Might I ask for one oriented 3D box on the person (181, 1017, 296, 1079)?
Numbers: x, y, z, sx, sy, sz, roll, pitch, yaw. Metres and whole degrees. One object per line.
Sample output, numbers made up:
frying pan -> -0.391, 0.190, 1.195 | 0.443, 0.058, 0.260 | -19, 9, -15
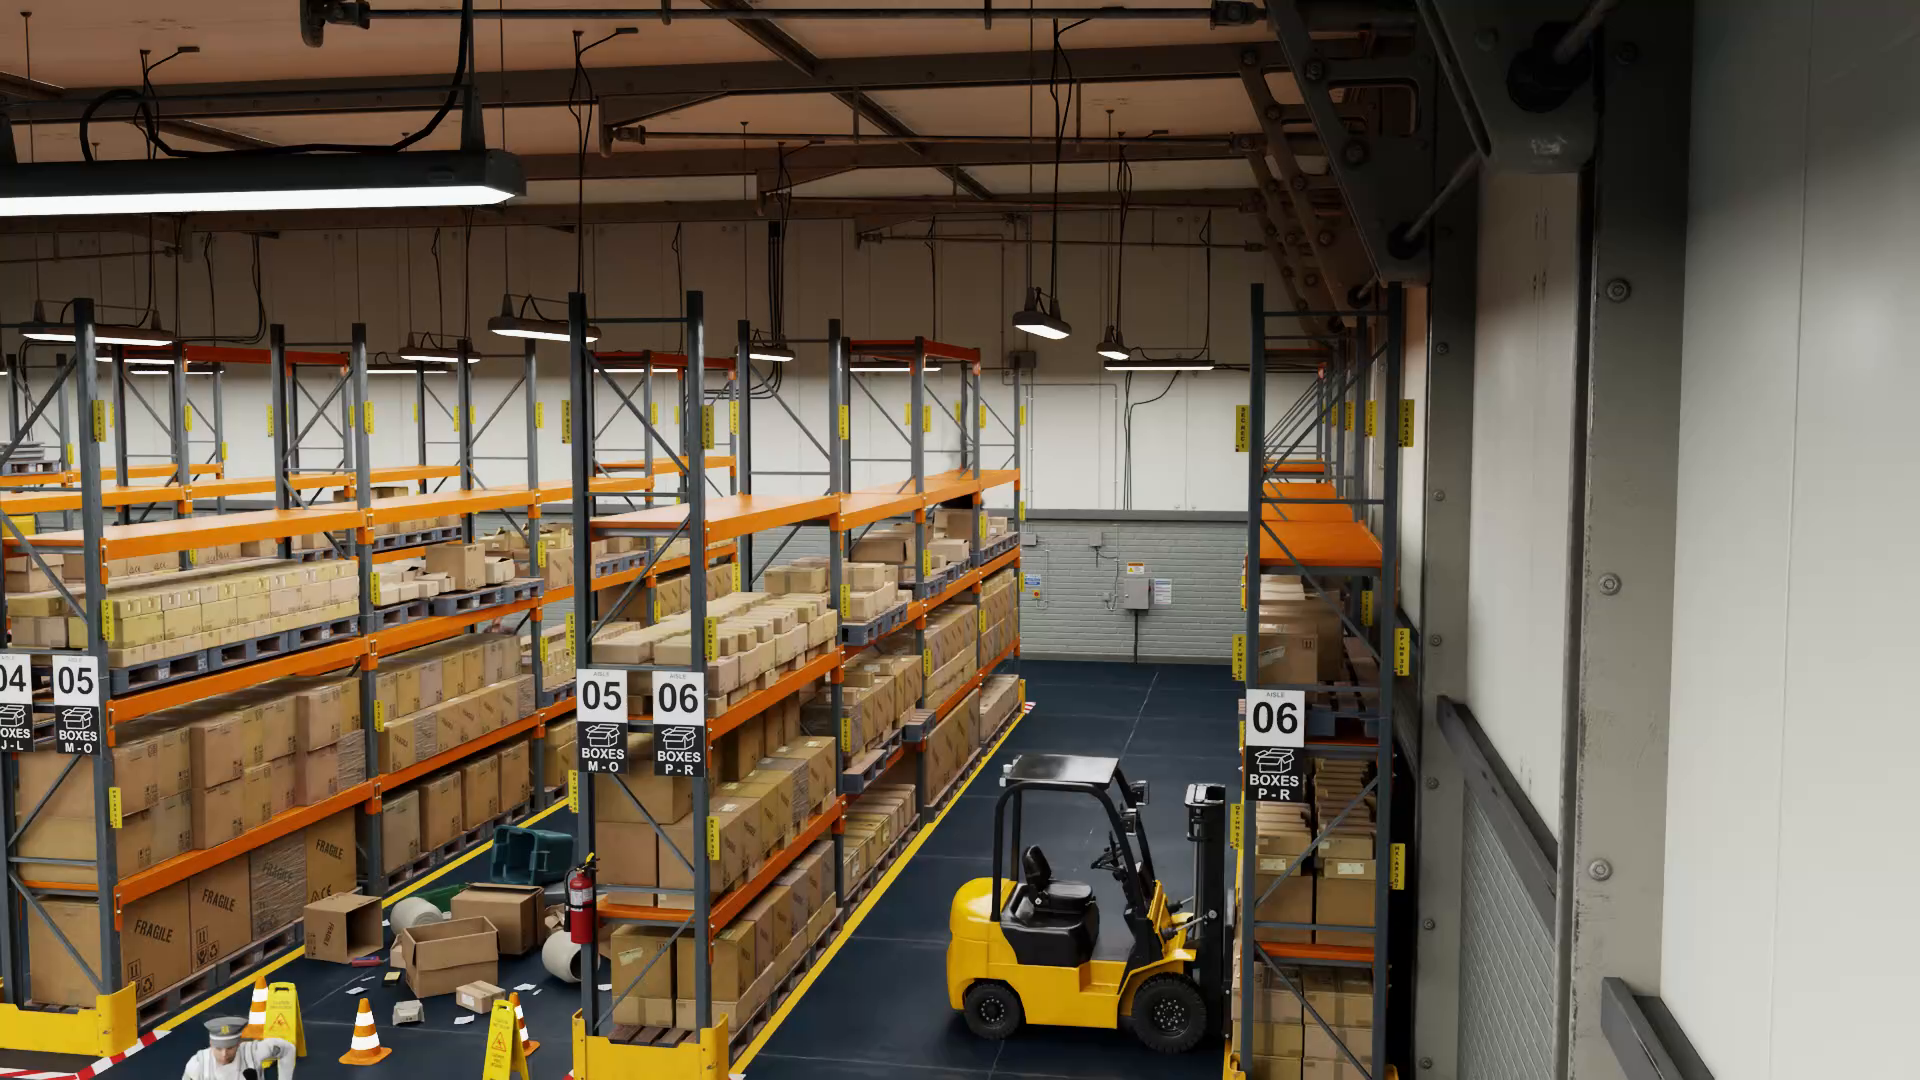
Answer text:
person -> -4.386, 3.583, 10.149 | 0.657, 1.627, 0.964 | -1, 5, -18

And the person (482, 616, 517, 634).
person -> -7.773, 2.063, 28.034 | 0.701, 1.741, 0.647 | 0, 5, 6
